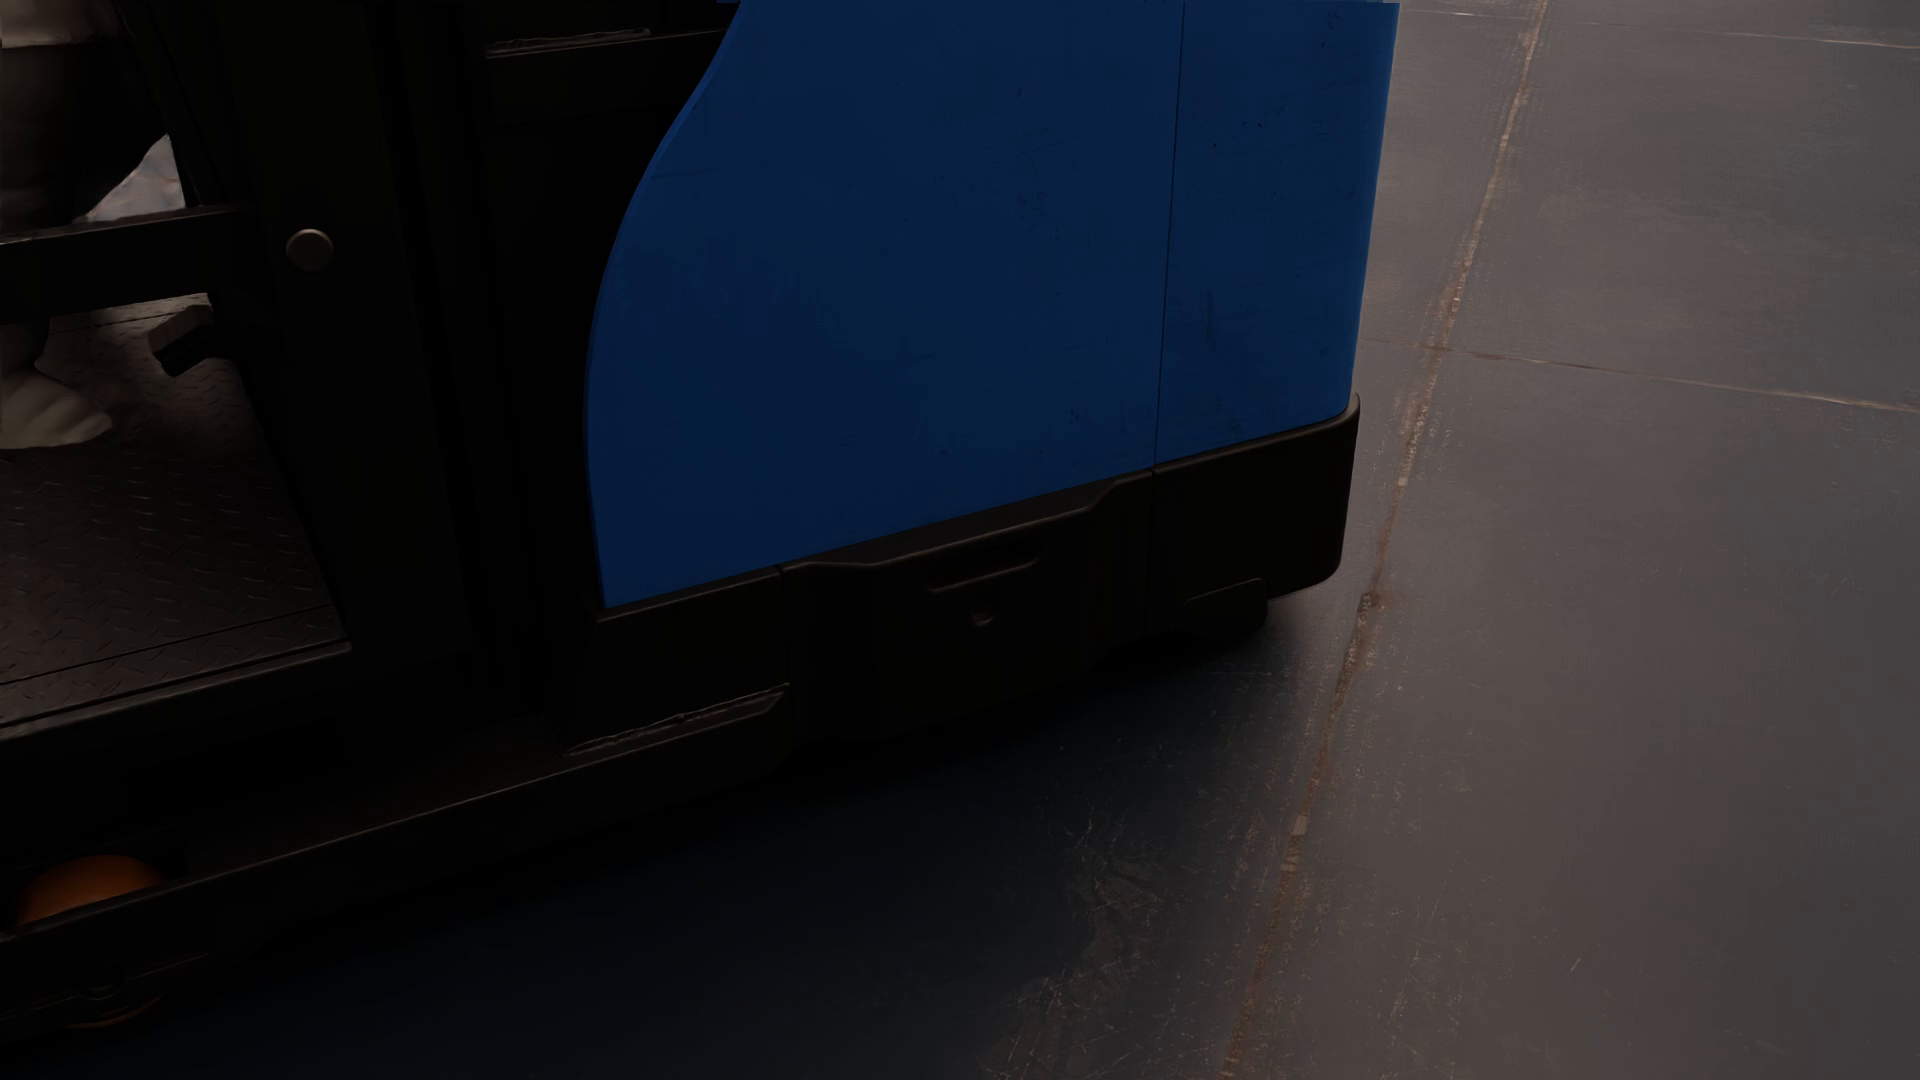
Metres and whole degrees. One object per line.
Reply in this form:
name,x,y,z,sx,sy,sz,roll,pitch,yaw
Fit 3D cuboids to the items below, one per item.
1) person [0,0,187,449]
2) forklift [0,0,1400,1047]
person,-1.197,-0.636,2.064,0.837,1.568,0.673,7,30,13
forklift,-1.013,-1.046,1.373,3.031,2.935,1.130,-15,33,-25
